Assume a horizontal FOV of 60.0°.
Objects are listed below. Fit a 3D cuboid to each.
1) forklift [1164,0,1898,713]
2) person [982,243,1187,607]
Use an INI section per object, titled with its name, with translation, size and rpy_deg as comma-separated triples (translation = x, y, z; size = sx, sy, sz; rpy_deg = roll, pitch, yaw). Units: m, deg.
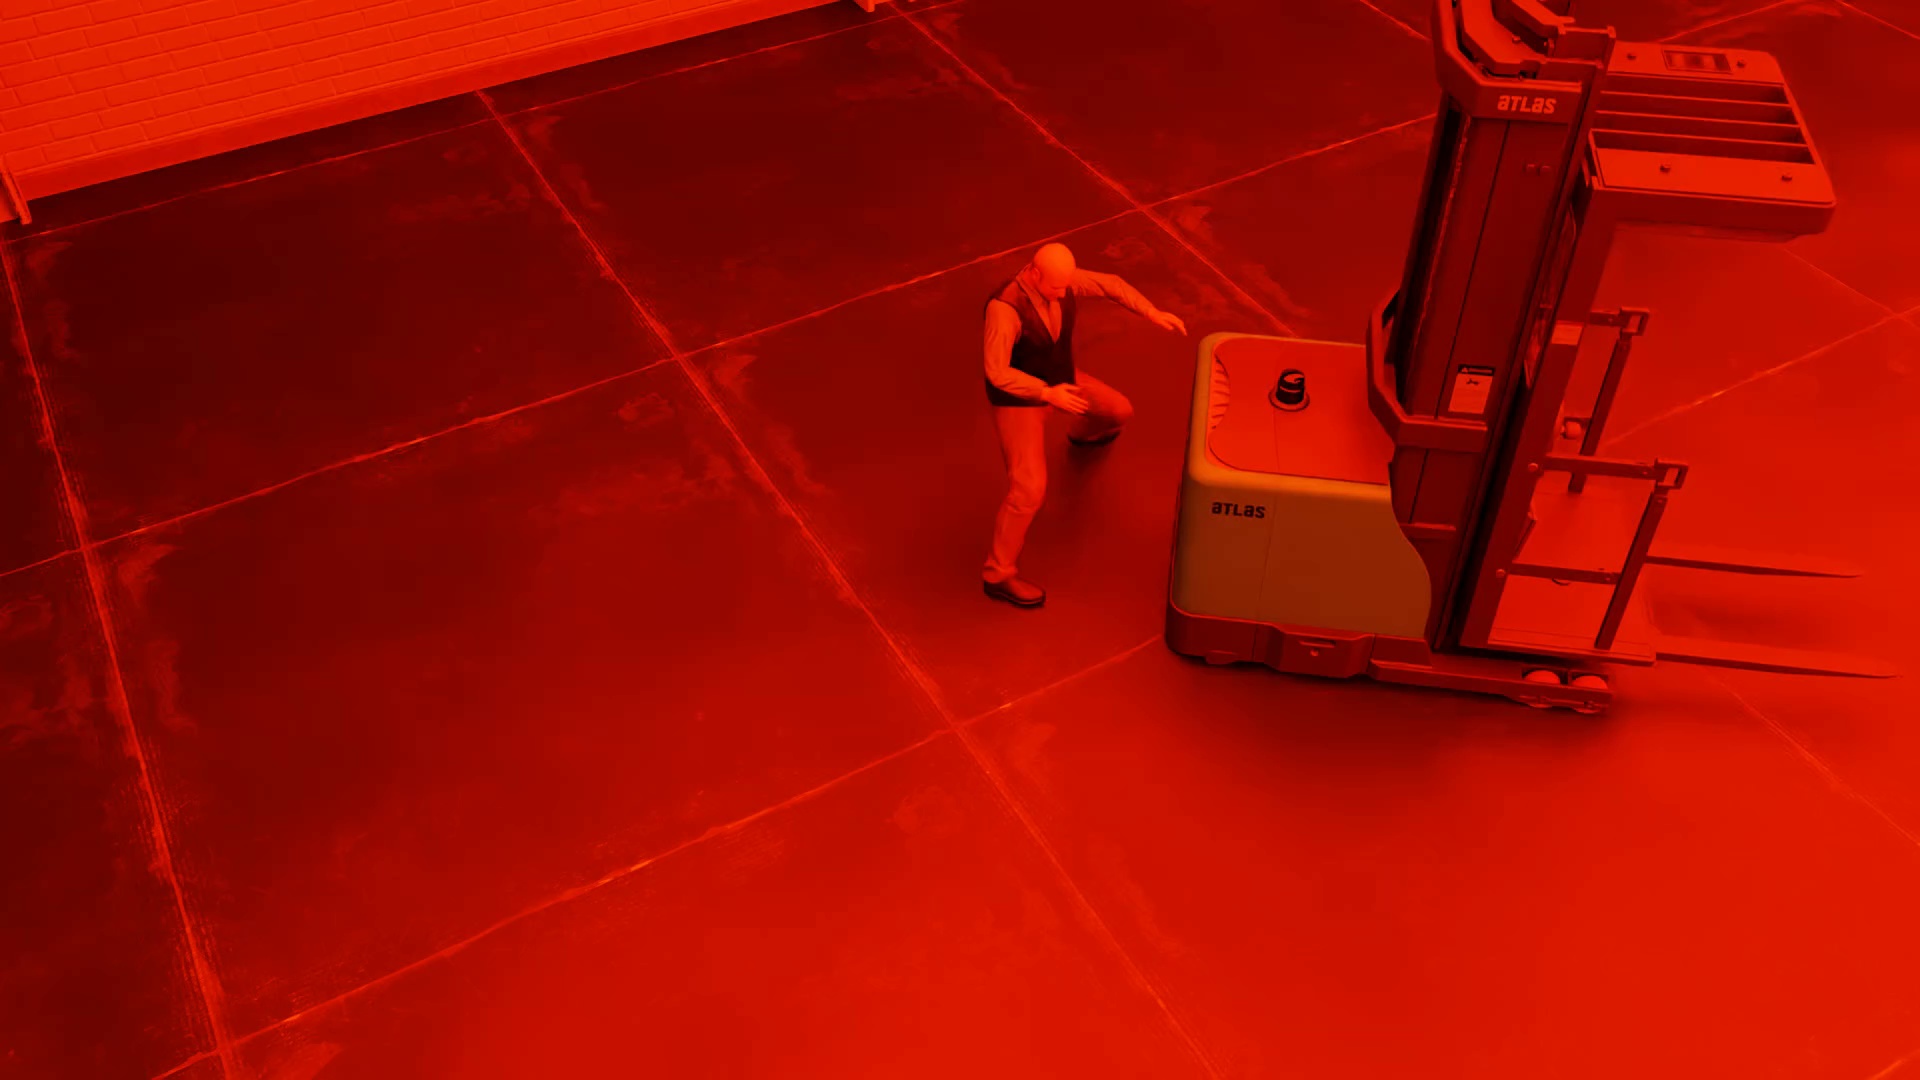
[forklift]
translation = 2.459, -0.729, 6.484
size = 3.031, 2.935, 1.130
rpy_deg = 6, 43, 6
[person]
translation = 0.486, -0.675, 7.472
size = 1.291, 1.504, 0.725
rpy_deg = -34, 53, -31
